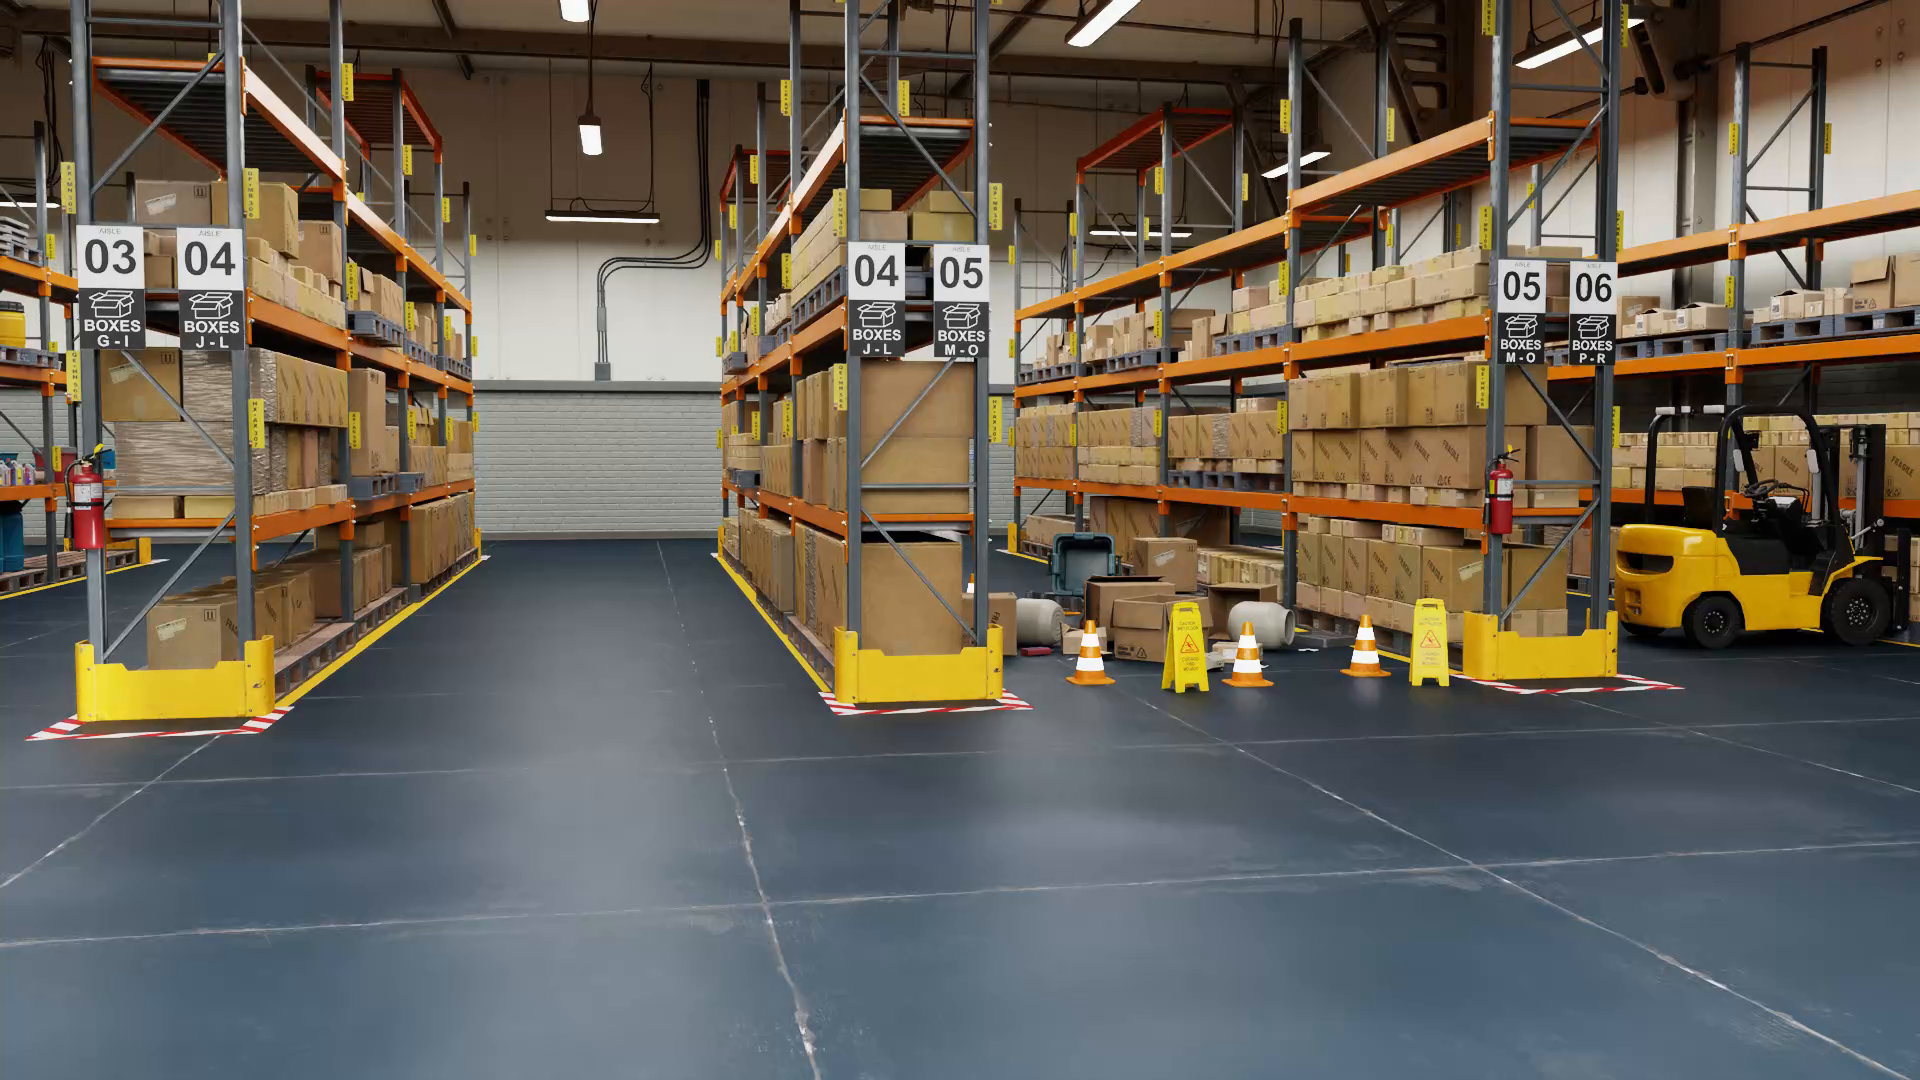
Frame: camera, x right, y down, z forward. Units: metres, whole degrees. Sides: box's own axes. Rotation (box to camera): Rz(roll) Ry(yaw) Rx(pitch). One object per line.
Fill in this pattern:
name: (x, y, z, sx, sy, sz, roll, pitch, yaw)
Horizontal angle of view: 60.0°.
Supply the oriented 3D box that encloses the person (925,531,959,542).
person: (-0.219, -0.114, 18.796, 0.506, 1.691, 0.562, 0, 3, -9)
